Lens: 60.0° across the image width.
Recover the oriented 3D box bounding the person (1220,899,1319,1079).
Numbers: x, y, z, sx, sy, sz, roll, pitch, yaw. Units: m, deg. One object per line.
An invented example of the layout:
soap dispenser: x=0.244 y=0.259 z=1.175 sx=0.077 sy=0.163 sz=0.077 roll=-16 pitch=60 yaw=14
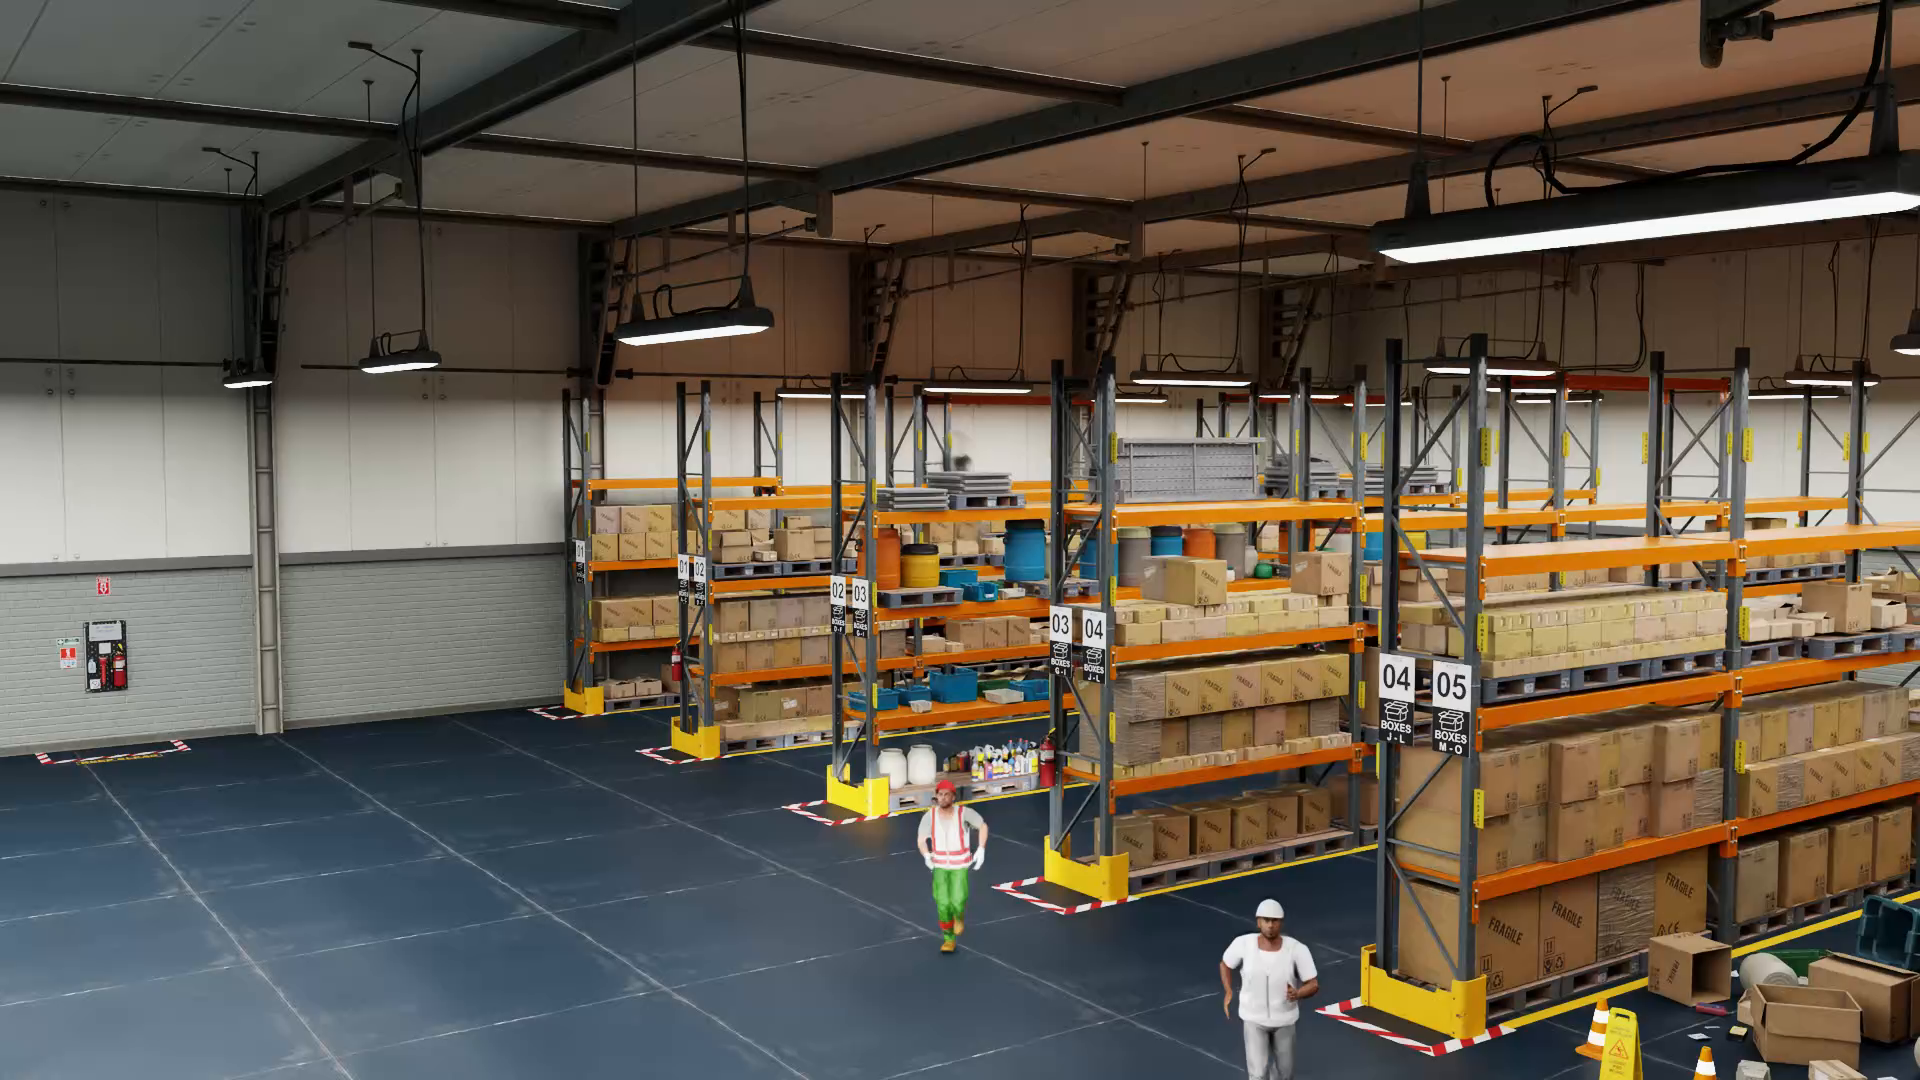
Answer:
person: x=2.258 y=3.497 z=12.160 sx=0.711 sy=1.745 sz=0.954 roll=1 pitch=4 yaw=8

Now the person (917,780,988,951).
person: x=-0.094 y=3.238 z=16.450 sx=0.684 sy=1.738 sz=0.658 roll=1 pitch=4 yaw=10

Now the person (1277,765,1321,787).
person: x=4.781 y=2.770 z=23.484 sx=0.834 sy=1.809 sz=0.649 roll=-3 pitch=5 yaw=-37
